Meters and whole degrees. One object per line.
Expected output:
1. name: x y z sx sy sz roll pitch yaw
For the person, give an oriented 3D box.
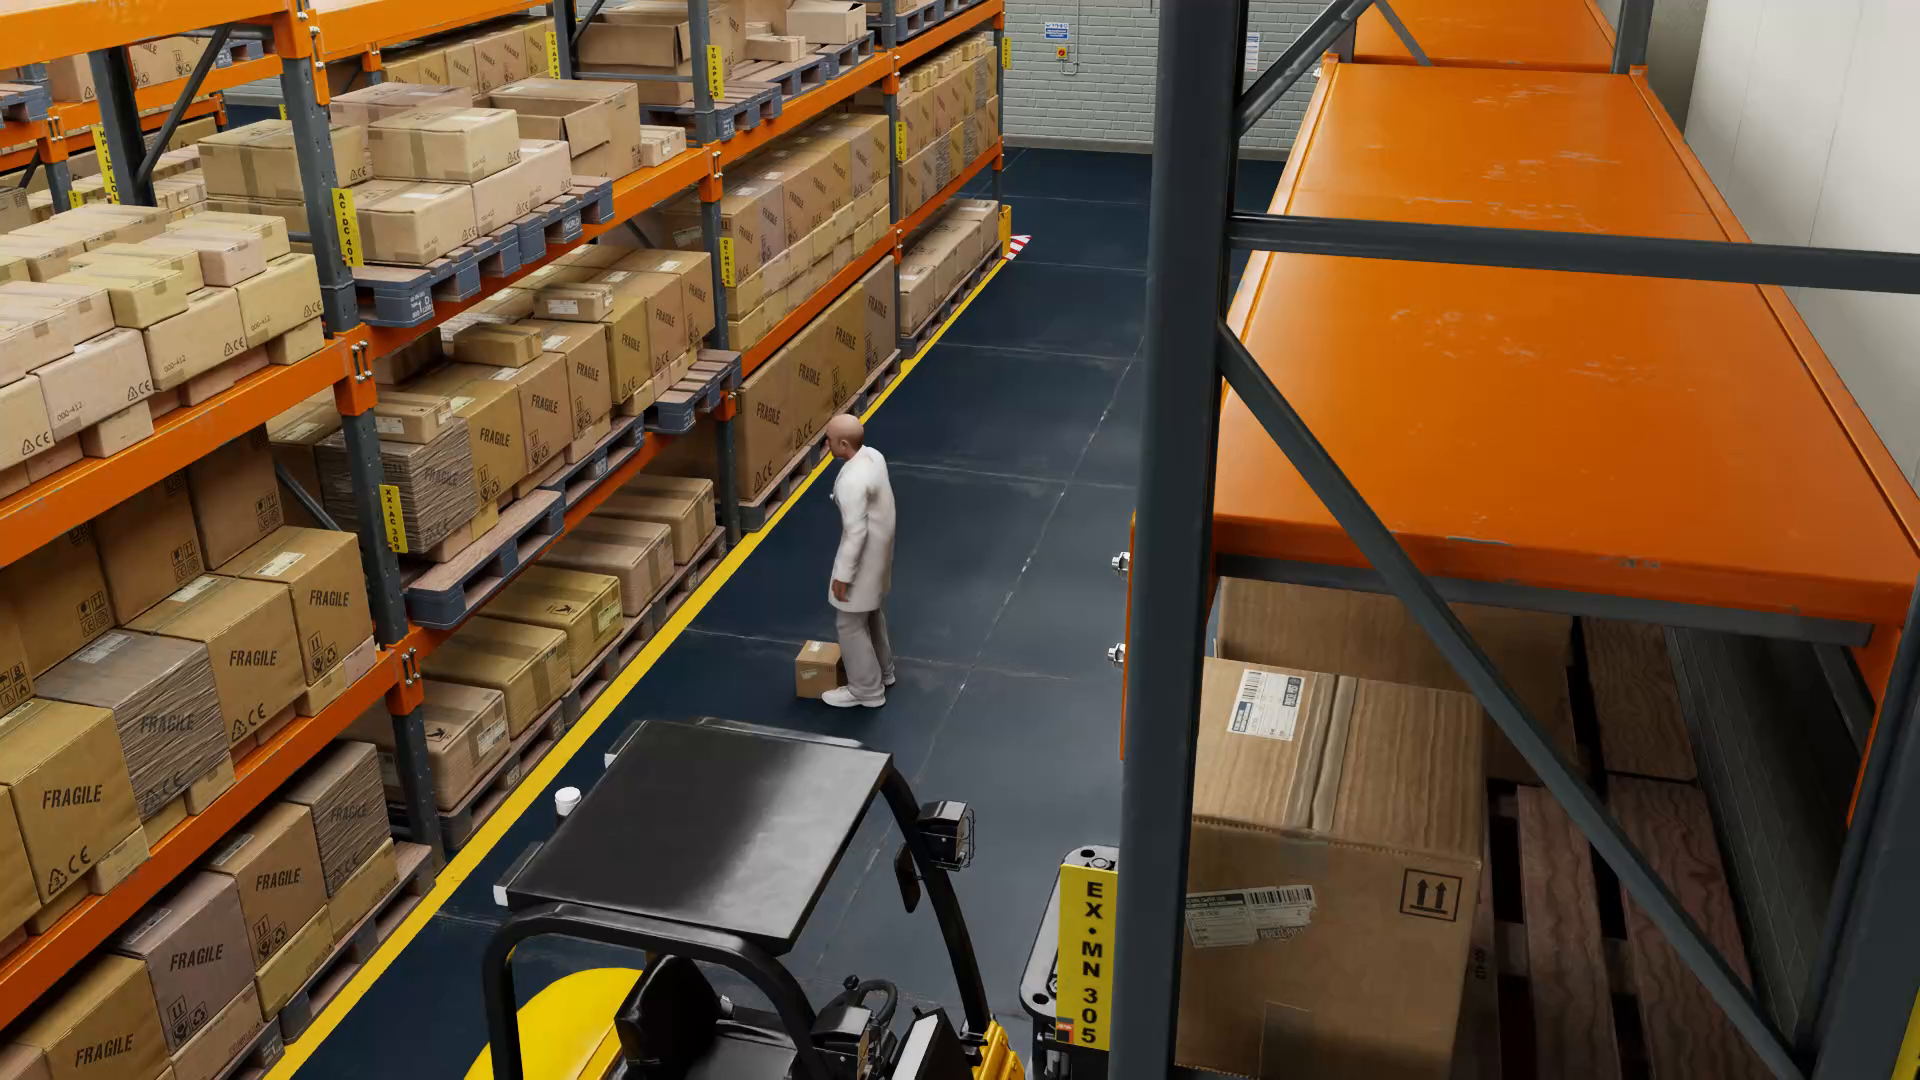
1. person: -0.580 0.115 9.492 0.420 1.775 0.654 5 25 10
